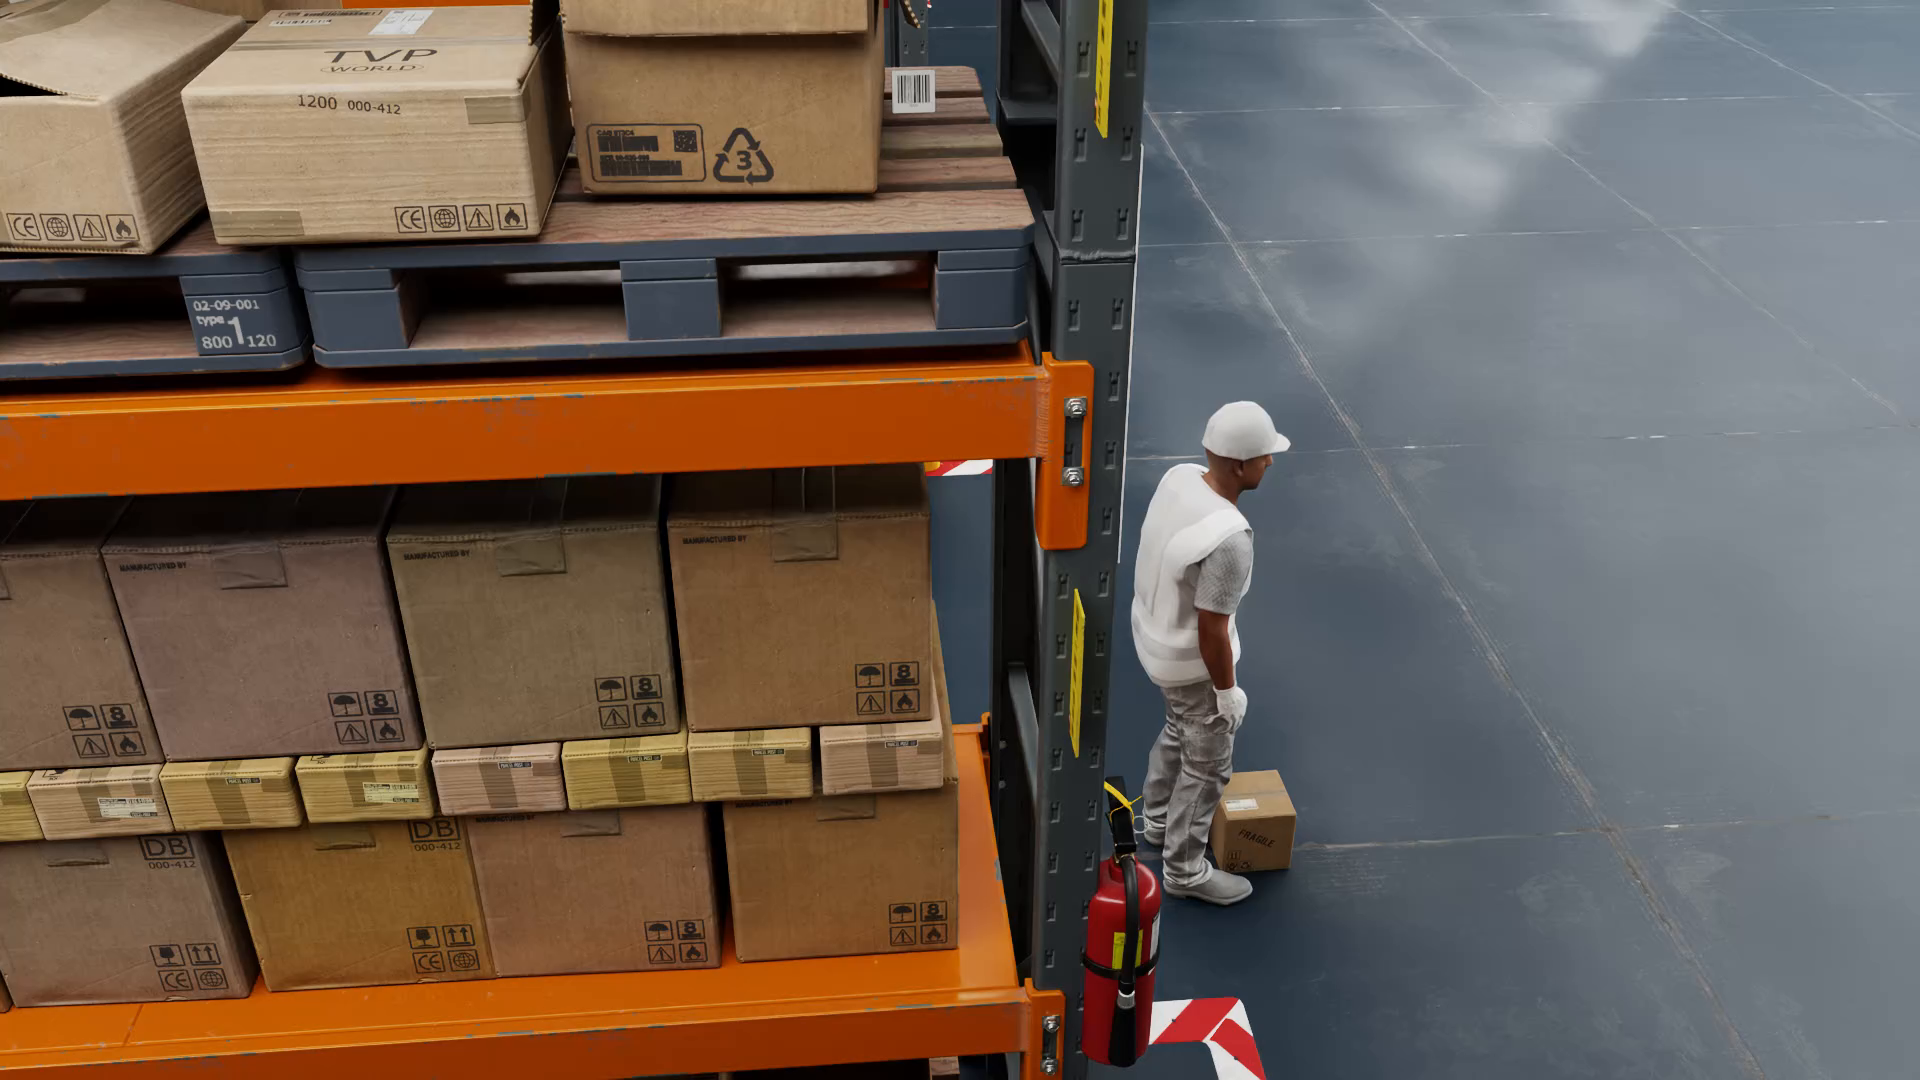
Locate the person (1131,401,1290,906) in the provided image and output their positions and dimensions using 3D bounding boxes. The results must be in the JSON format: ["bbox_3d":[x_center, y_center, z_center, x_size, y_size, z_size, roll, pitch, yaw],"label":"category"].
[{"bbox_3d":[0.804,0.367,5.510,0.452,1.772,0.617,-4,31,-7],"label":"person"}]
